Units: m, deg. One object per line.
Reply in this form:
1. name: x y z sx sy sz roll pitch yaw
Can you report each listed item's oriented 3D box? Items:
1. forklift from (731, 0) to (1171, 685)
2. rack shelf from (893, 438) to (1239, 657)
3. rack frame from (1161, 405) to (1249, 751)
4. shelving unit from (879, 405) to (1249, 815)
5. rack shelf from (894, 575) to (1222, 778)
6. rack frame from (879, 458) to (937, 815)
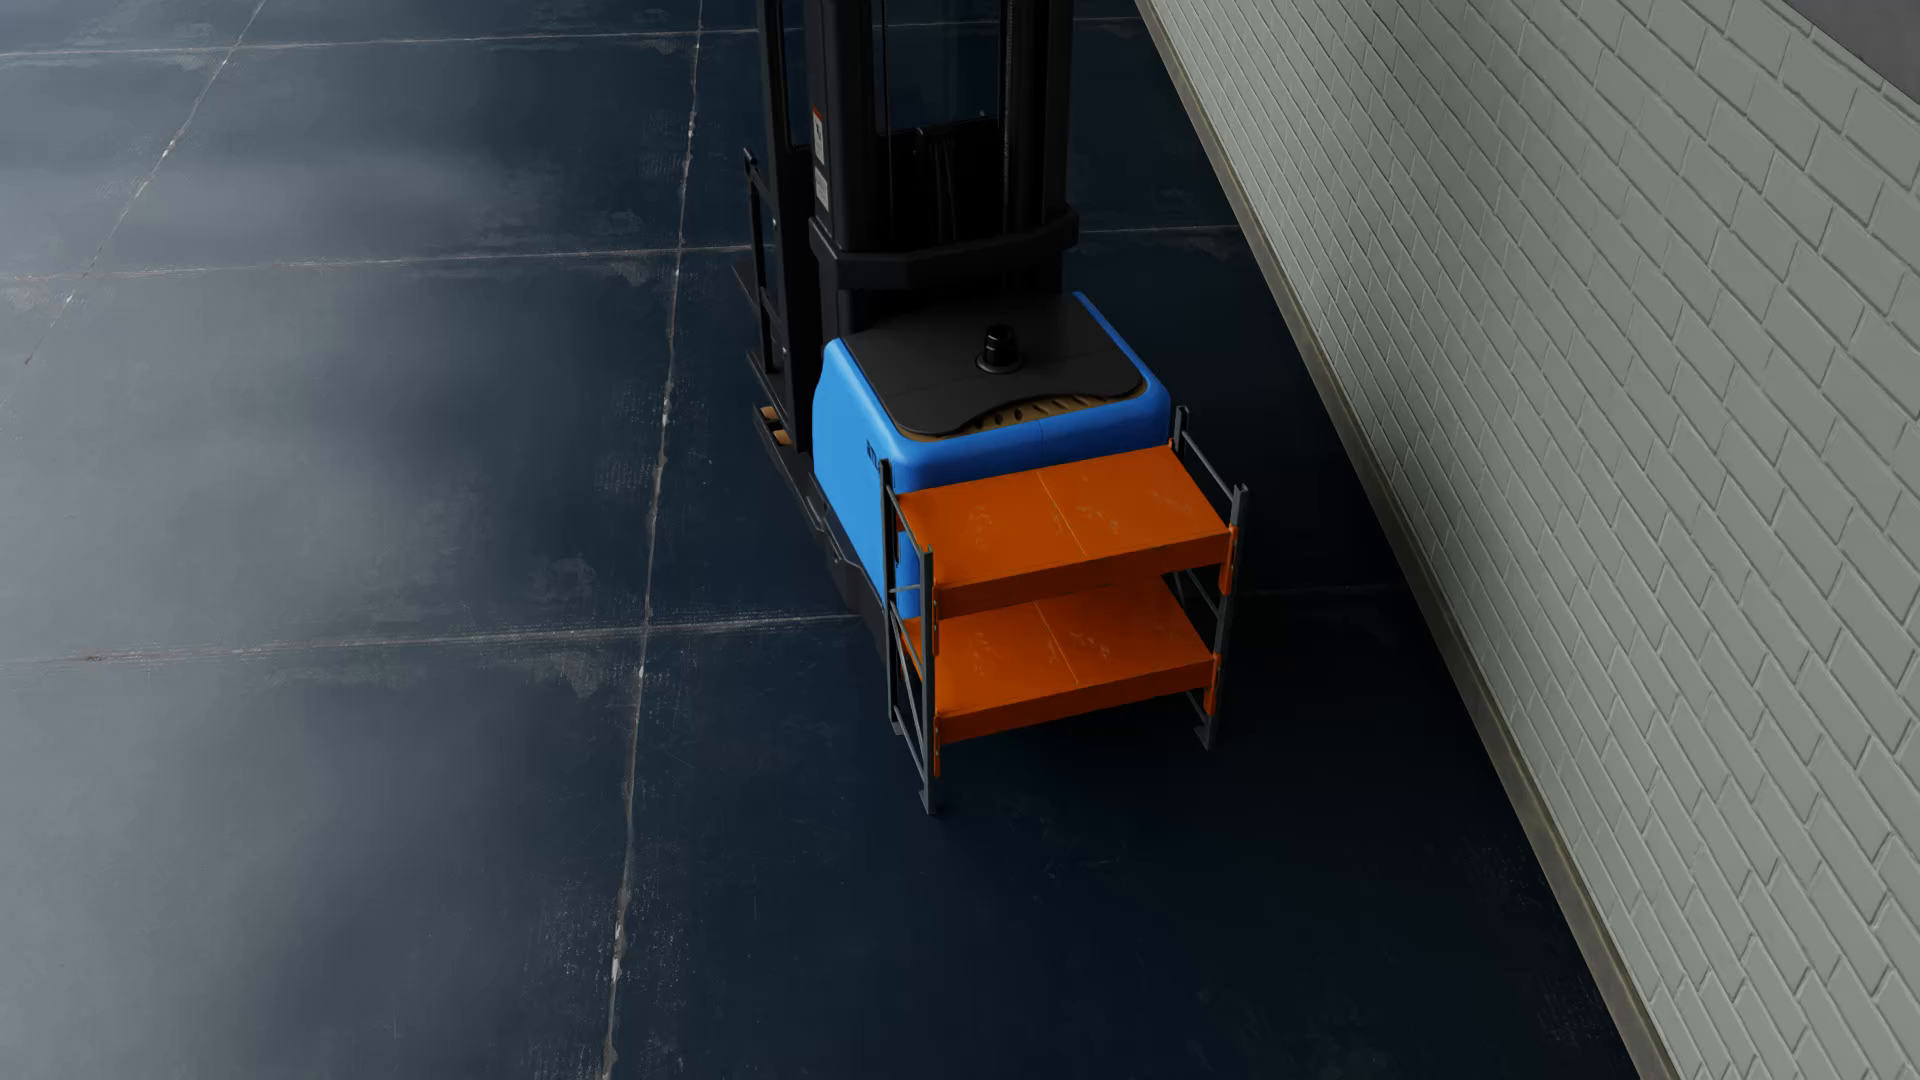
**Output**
1. forklift: -0.260 -1.545 6.342 1.130 2.935 3.031 -13 40 -16
2. rack shelf: 0.319 0.009 5.358 1.000 0.278 0.538 -11 40 -14
3. rack frame: 0.804 0.145 5.659 0.032 1.125 0.500 -11 40 -14
4. shelving unit: 0.319 0.238 5.540 1.048 1.125 0.538 -11 40 -14
5. rack shelf: 0.319 0.430 5.691 1.000 0.278 0.538 -11 40 -14
6. rack frame: -0.167 0.332 5.421 0.032 1.125 0.500 -11 40 -14
